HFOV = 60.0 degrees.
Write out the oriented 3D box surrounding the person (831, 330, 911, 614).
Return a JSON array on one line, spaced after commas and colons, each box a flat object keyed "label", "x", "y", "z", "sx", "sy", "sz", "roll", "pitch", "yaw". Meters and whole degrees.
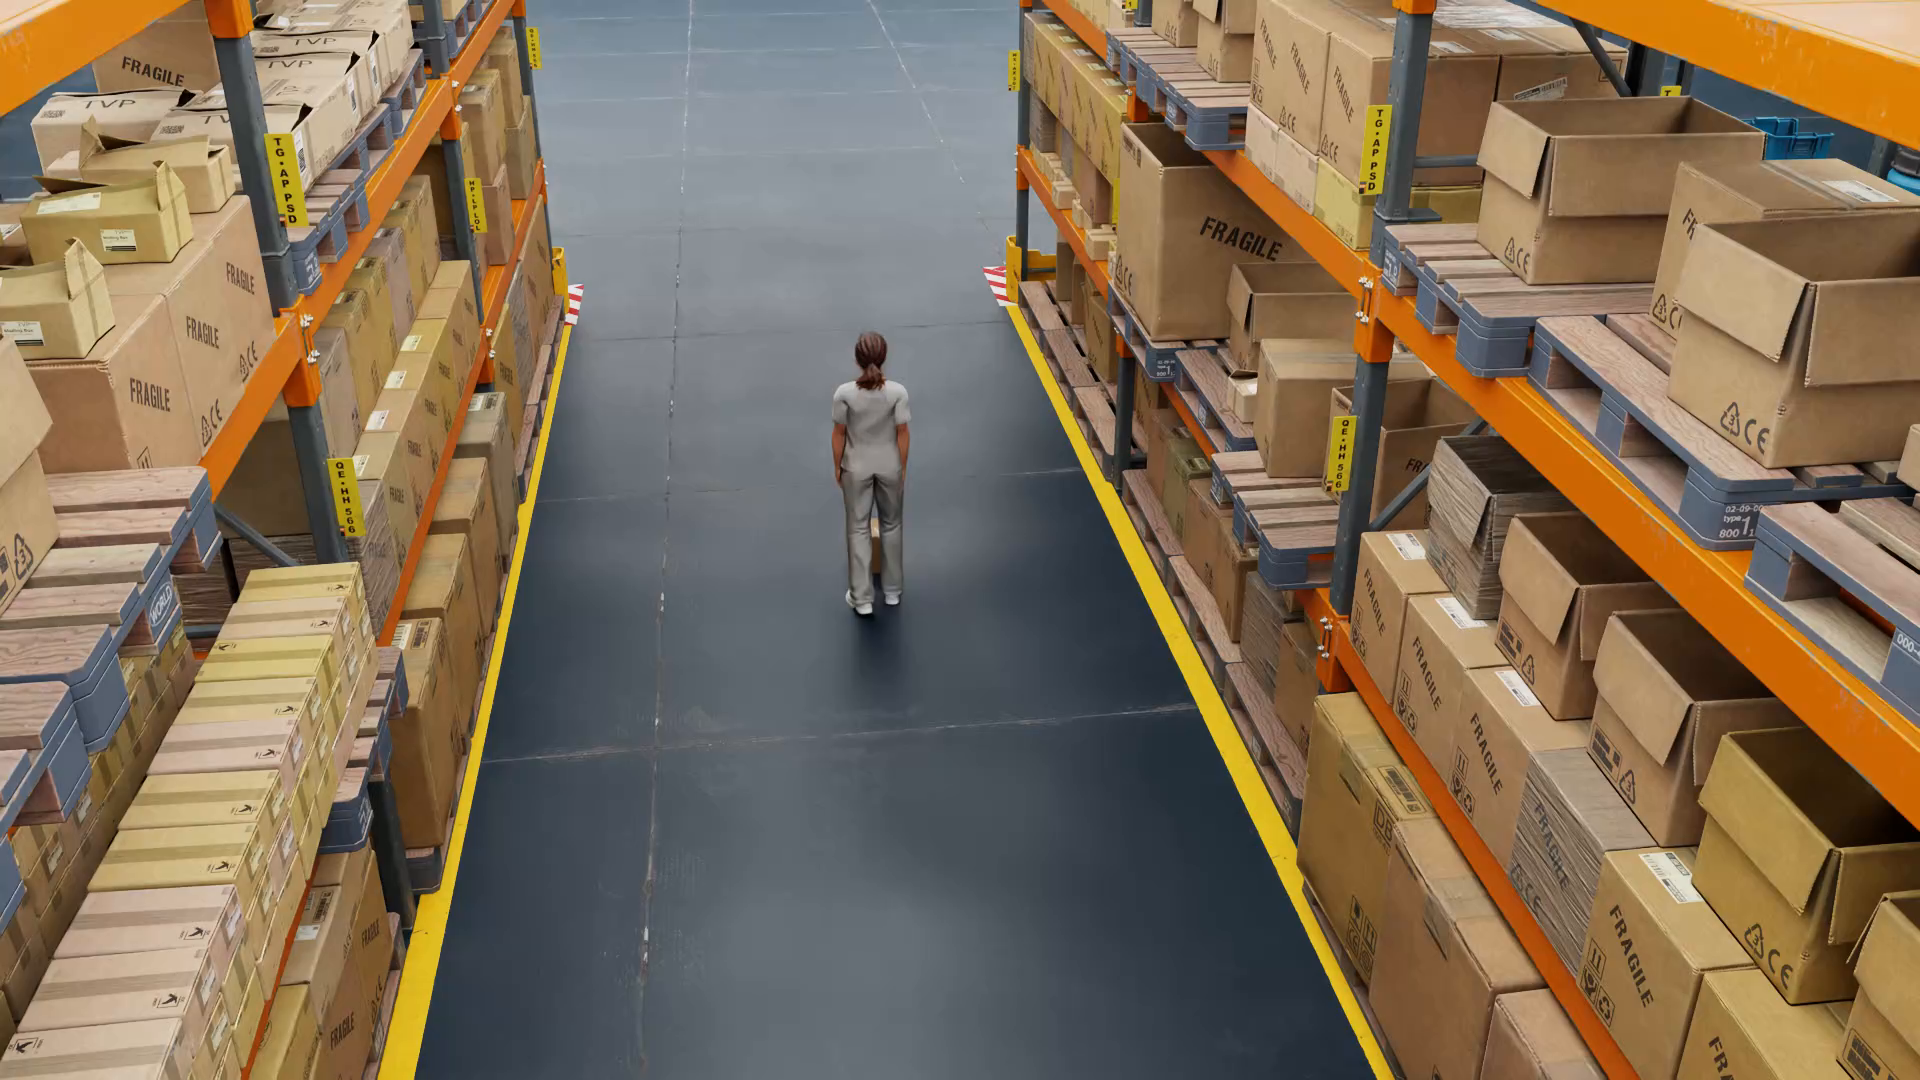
[{"label": "person", "x": -0.498, "y": -0.387, "z": 9.392, "sx": 0.442, "sy": 1.683, "sz": 0.417, "roll": -3, "pitch": 27, "yaw": -6}]
